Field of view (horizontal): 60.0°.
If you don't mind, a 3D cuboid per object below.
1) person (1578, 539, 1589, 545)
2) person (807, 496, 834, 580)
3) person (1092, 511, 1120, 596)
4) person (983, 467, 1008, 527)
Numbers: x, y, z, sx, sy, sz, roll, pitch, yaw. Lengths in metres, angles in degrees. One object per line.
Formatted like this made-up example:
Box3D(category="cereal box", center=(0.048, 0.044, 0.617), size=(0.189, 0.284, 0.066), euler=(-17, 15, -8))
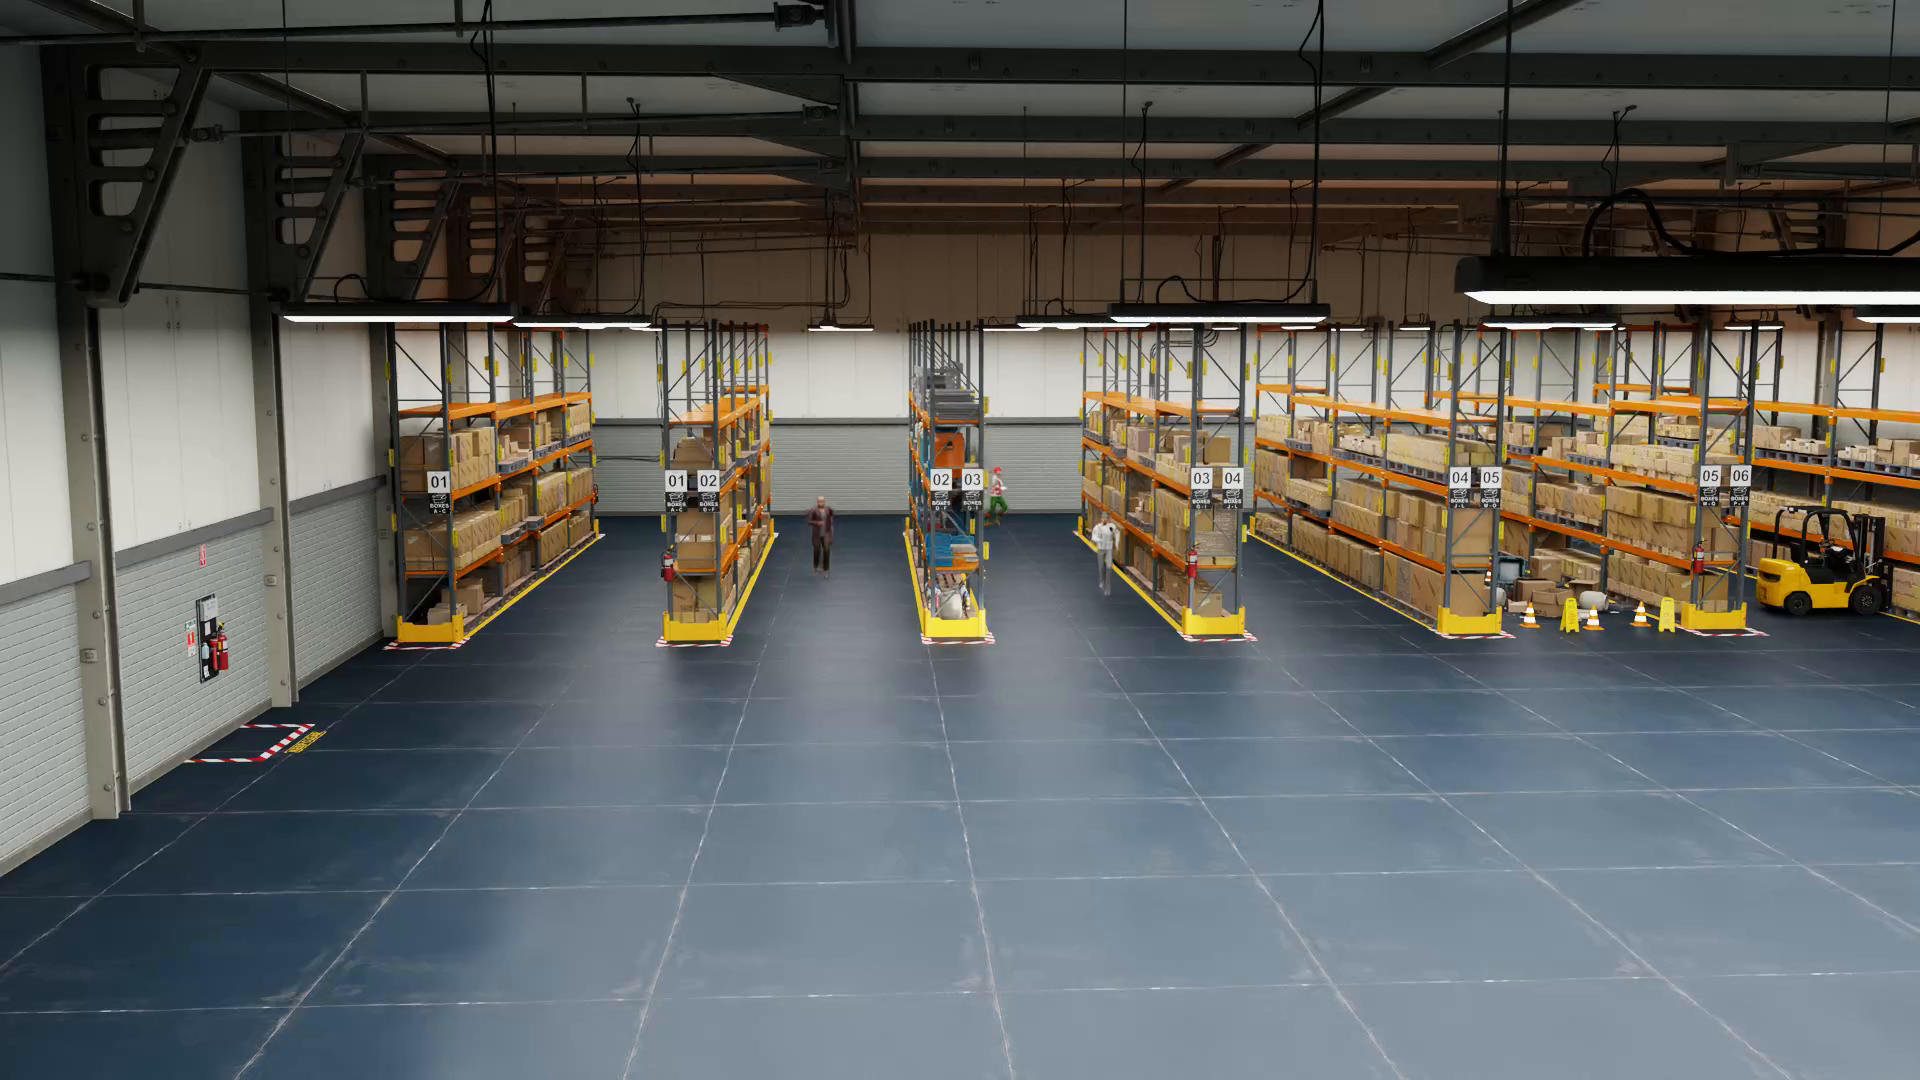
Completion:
Box3D(category="person", center=(16.725, -0.610, 45.408), size=(0.644, 1.538, 1.162), euler=(-6, 9, -39))
Box3D(category="person", center=(-3.177, 0.032, 38.013), size=(0.661, 1.689, 0.915), euler=(-2, 7, -15))
Box3D(category="person", center=(3.087, 0.267, 35.253), size=(0.595, 1.792, 0.779), euler=(0, 7, 4))
Box3D(category="person", center=(1.098, -1.297, 49.748), size=(0.737, 1.790, 0.730), euler=(3, 8, 20))
